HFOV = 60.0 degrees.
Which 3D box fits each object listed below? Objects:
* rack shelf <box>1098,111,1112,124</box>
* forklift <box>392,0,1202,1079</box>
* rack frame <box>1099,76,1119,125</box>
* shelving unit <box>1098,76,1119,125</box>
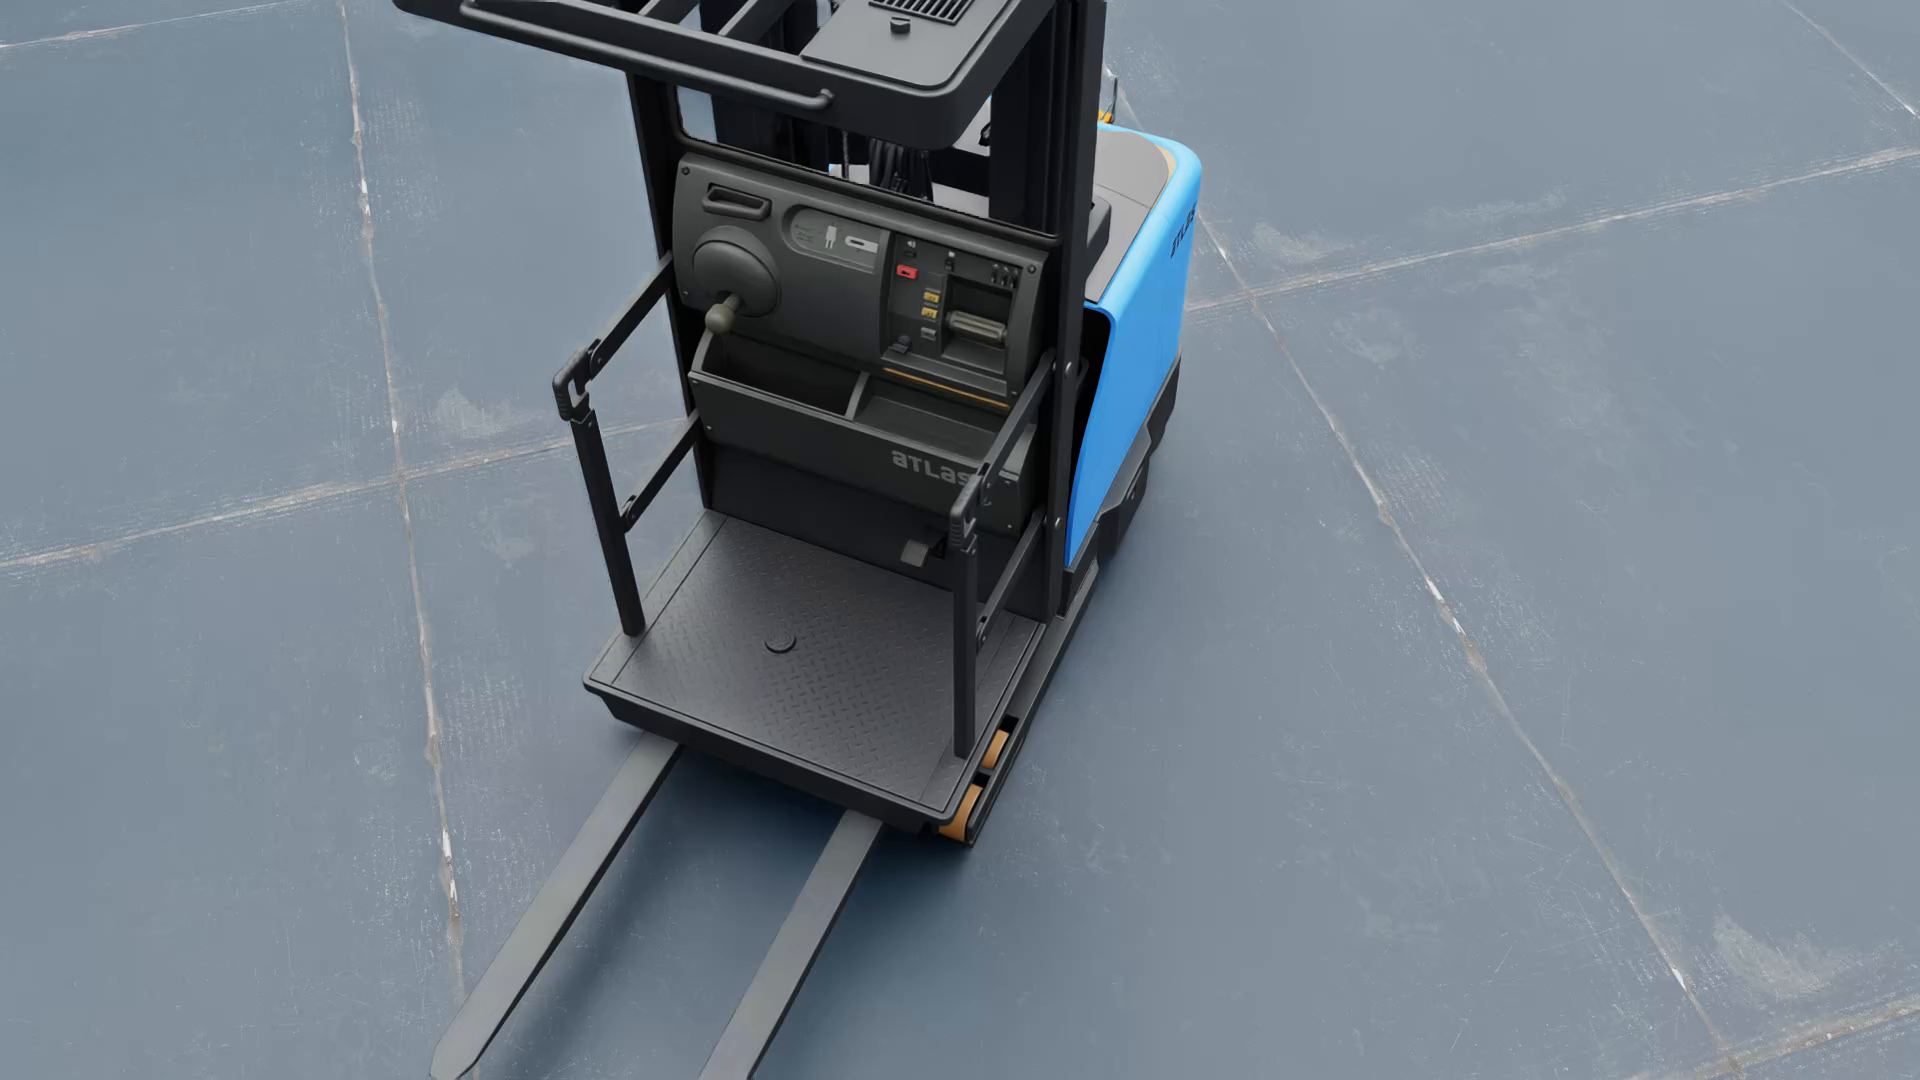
[{"bbox_3d":[0.329,-1.219,5.234,0.240,0.259,0.215,18,52,15],"label":"rack shelf"},{"bbox_3d":[-0.337,-0.504,3.758,1.130,2.935,3.031,18,52,15],"label":"forklift"},{"bbox_3d":[0.441,-1.006,5.411,0.008,1.050,0.200,18,52,15],"label":"rack frame"},{"bbox_3d":[0.329,-1.043,5.442,0.252,1.050,0.215,18,52,15],"label":"shelving unit"}]
